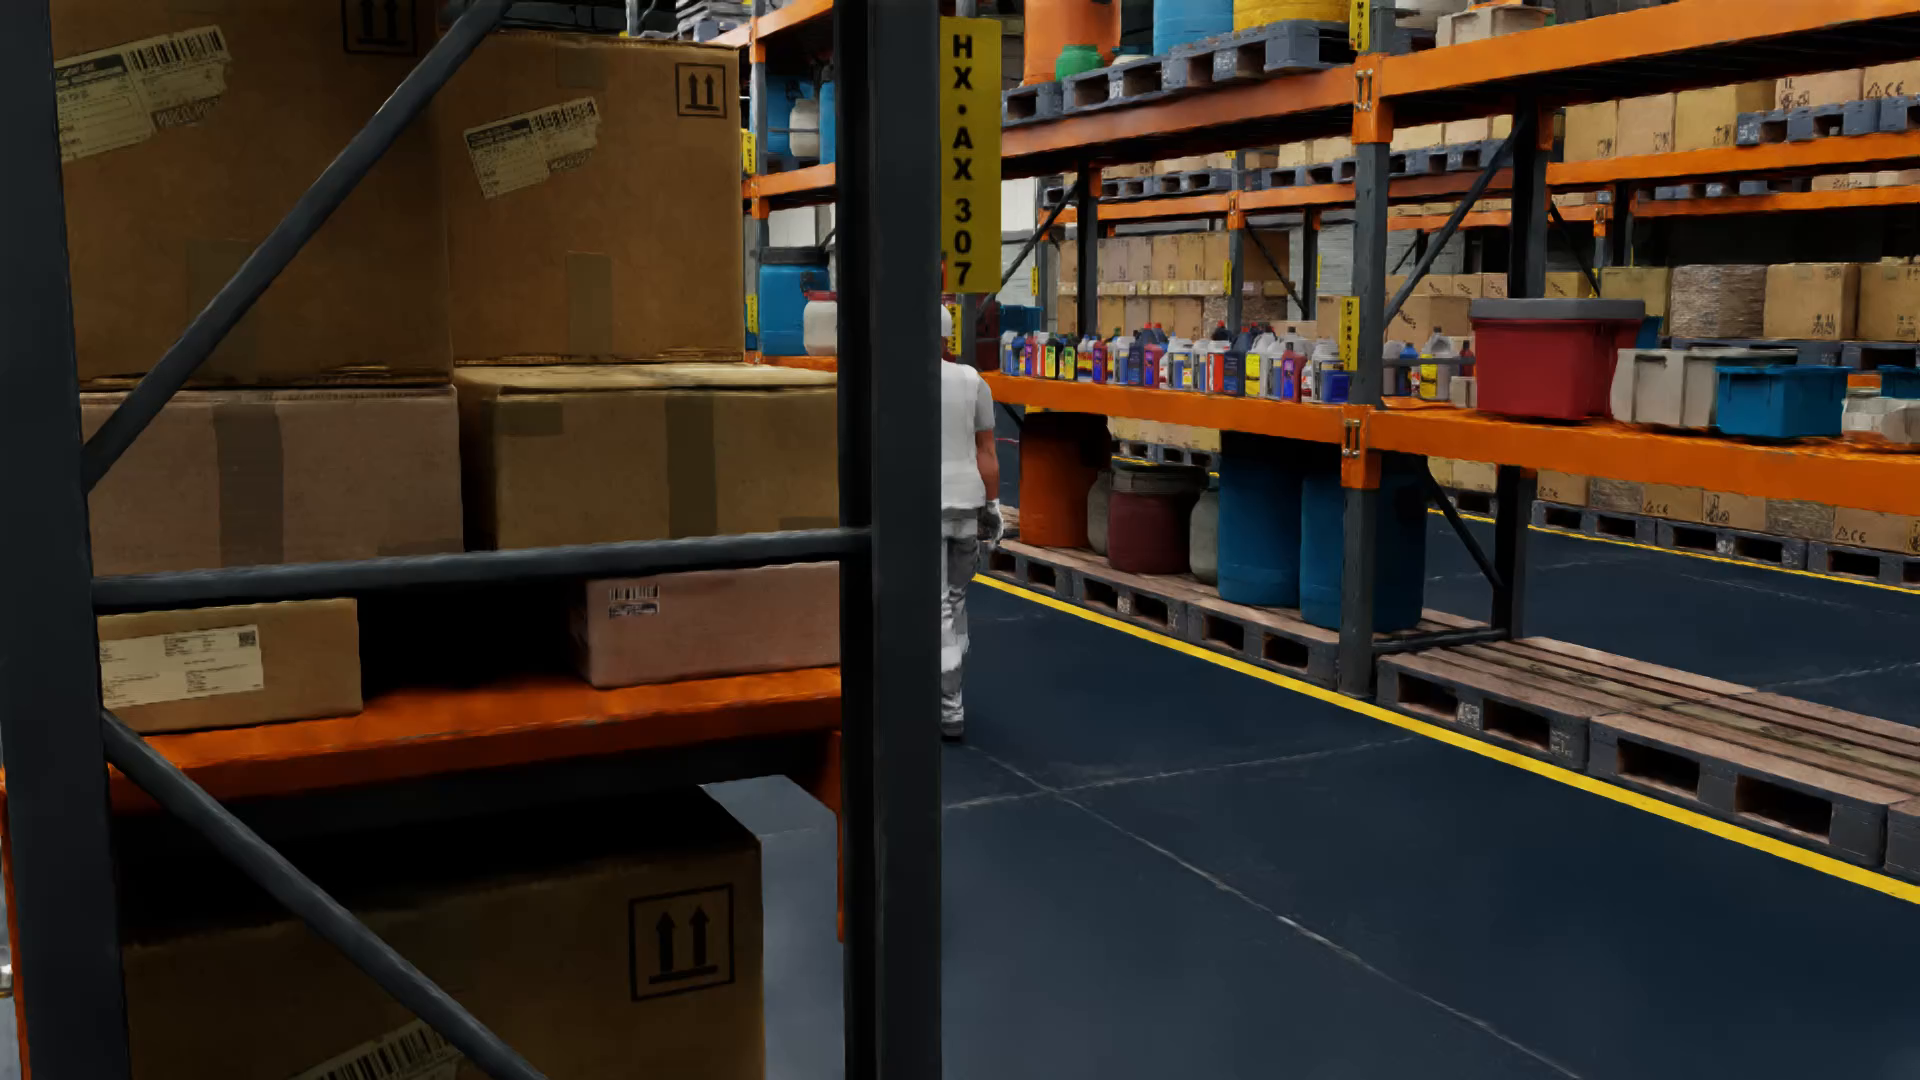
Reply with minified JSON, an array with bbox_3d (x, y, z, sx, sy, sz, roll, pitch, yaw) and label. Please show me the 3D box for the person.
[{"bbox_3d":[-0.152,-0.117,6.973,0.535,1.777,0.700,-4,9,-27],"label":"person"}]
